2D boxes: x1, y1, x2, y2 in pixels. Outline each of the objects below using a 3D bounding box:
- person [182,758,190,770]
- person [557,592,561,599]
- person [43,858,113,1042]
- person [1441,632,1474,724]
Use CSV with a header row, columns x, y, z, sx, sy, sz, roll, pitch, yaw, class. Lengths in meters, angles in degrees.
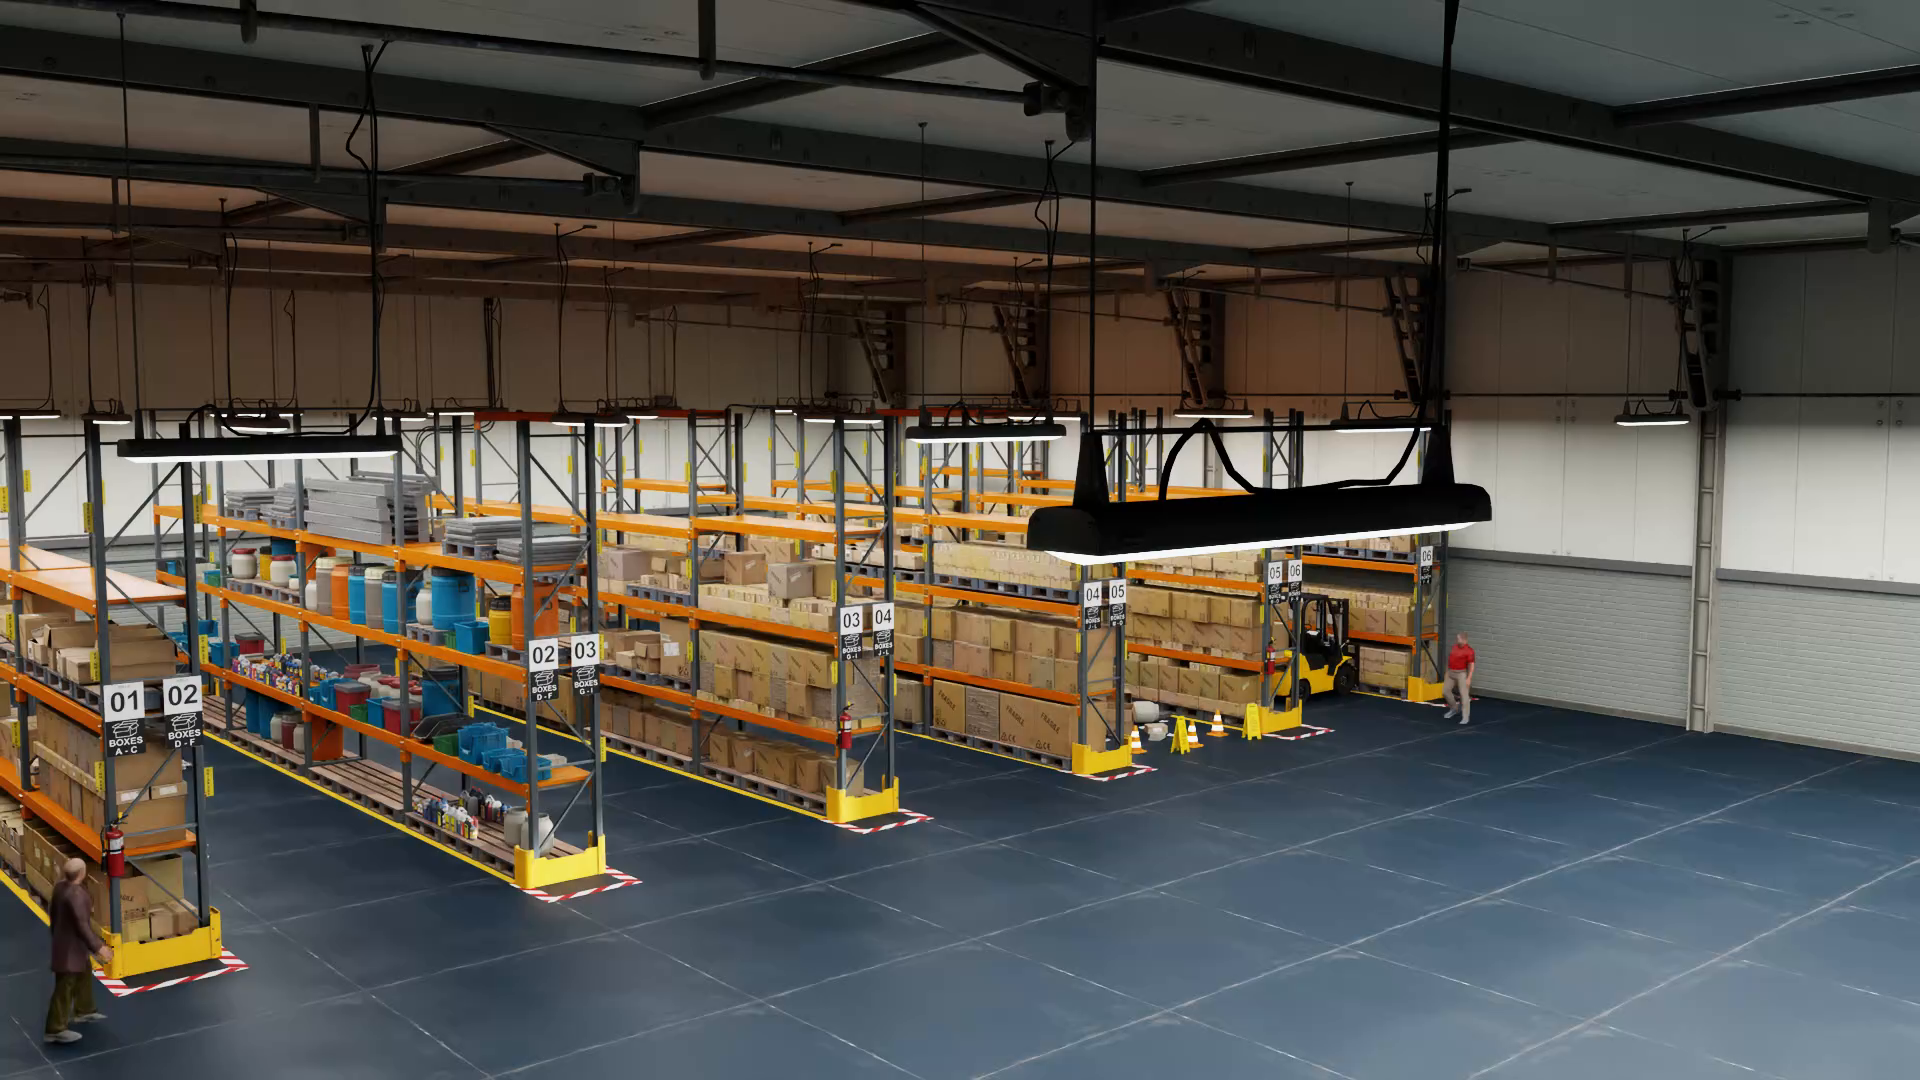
x,y,z,sx,sy,sz,roll,pitch,yaw,class
-13.300,3.069,28.224,0.410,1.615,0.459,0,5,-2,person
-9.559,2.019,39.803,0.587,1.669,0.488,-5,7,-43,person
-8.754,4.027,16.444,0.634,1.813,0.694,-3,6,-32,person
9.641,2.647,32.155,0.483,1.743,0.641,-5,7,-43,person
